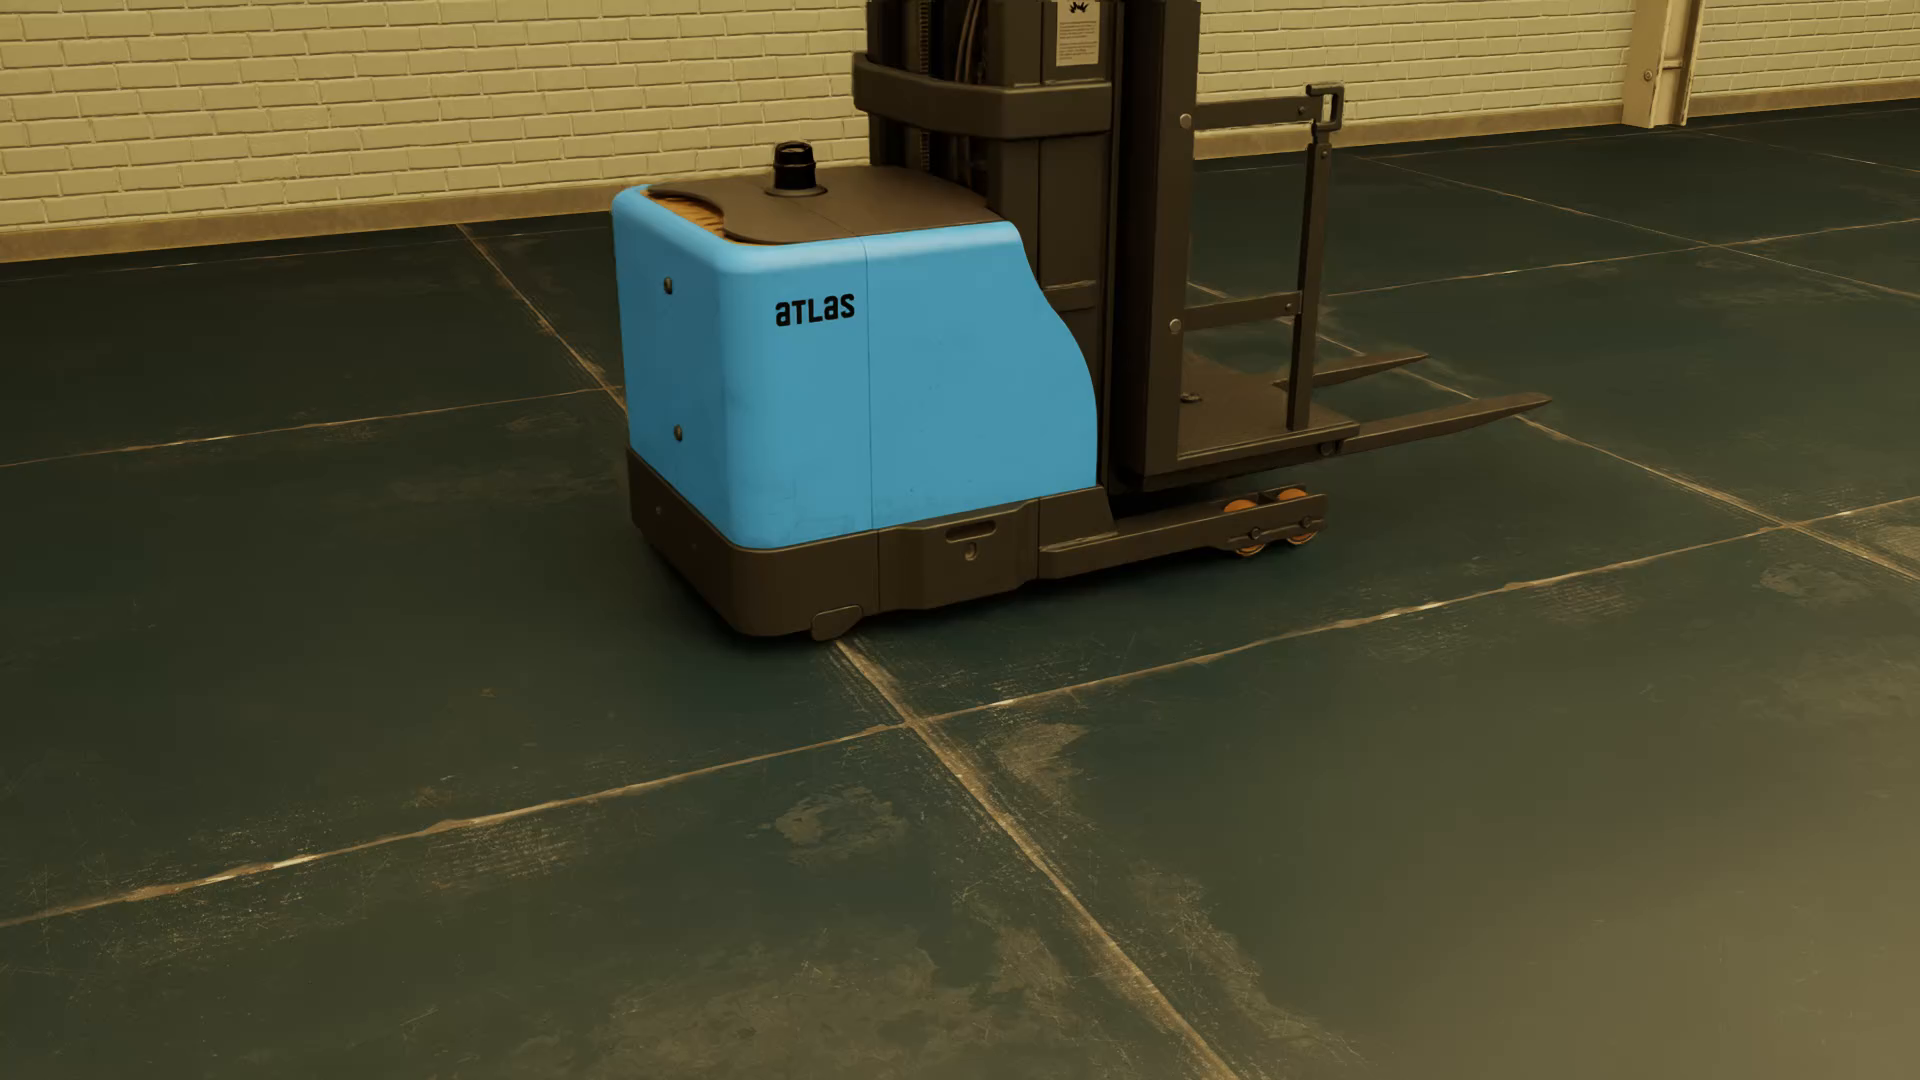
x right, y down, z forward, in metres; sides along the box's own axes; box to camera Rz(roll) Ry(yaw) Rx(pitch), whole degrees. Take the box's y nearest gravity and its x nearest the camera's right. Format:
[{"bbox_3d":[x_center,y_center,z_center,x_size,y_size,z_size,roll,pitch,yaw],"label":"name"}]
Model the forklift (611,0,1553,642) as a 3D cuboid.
[{"bbox_3d":[0.540,-1.472,4.829,3.031,2.935,1.130,-12,25,-26],"label":"forklift"}]
